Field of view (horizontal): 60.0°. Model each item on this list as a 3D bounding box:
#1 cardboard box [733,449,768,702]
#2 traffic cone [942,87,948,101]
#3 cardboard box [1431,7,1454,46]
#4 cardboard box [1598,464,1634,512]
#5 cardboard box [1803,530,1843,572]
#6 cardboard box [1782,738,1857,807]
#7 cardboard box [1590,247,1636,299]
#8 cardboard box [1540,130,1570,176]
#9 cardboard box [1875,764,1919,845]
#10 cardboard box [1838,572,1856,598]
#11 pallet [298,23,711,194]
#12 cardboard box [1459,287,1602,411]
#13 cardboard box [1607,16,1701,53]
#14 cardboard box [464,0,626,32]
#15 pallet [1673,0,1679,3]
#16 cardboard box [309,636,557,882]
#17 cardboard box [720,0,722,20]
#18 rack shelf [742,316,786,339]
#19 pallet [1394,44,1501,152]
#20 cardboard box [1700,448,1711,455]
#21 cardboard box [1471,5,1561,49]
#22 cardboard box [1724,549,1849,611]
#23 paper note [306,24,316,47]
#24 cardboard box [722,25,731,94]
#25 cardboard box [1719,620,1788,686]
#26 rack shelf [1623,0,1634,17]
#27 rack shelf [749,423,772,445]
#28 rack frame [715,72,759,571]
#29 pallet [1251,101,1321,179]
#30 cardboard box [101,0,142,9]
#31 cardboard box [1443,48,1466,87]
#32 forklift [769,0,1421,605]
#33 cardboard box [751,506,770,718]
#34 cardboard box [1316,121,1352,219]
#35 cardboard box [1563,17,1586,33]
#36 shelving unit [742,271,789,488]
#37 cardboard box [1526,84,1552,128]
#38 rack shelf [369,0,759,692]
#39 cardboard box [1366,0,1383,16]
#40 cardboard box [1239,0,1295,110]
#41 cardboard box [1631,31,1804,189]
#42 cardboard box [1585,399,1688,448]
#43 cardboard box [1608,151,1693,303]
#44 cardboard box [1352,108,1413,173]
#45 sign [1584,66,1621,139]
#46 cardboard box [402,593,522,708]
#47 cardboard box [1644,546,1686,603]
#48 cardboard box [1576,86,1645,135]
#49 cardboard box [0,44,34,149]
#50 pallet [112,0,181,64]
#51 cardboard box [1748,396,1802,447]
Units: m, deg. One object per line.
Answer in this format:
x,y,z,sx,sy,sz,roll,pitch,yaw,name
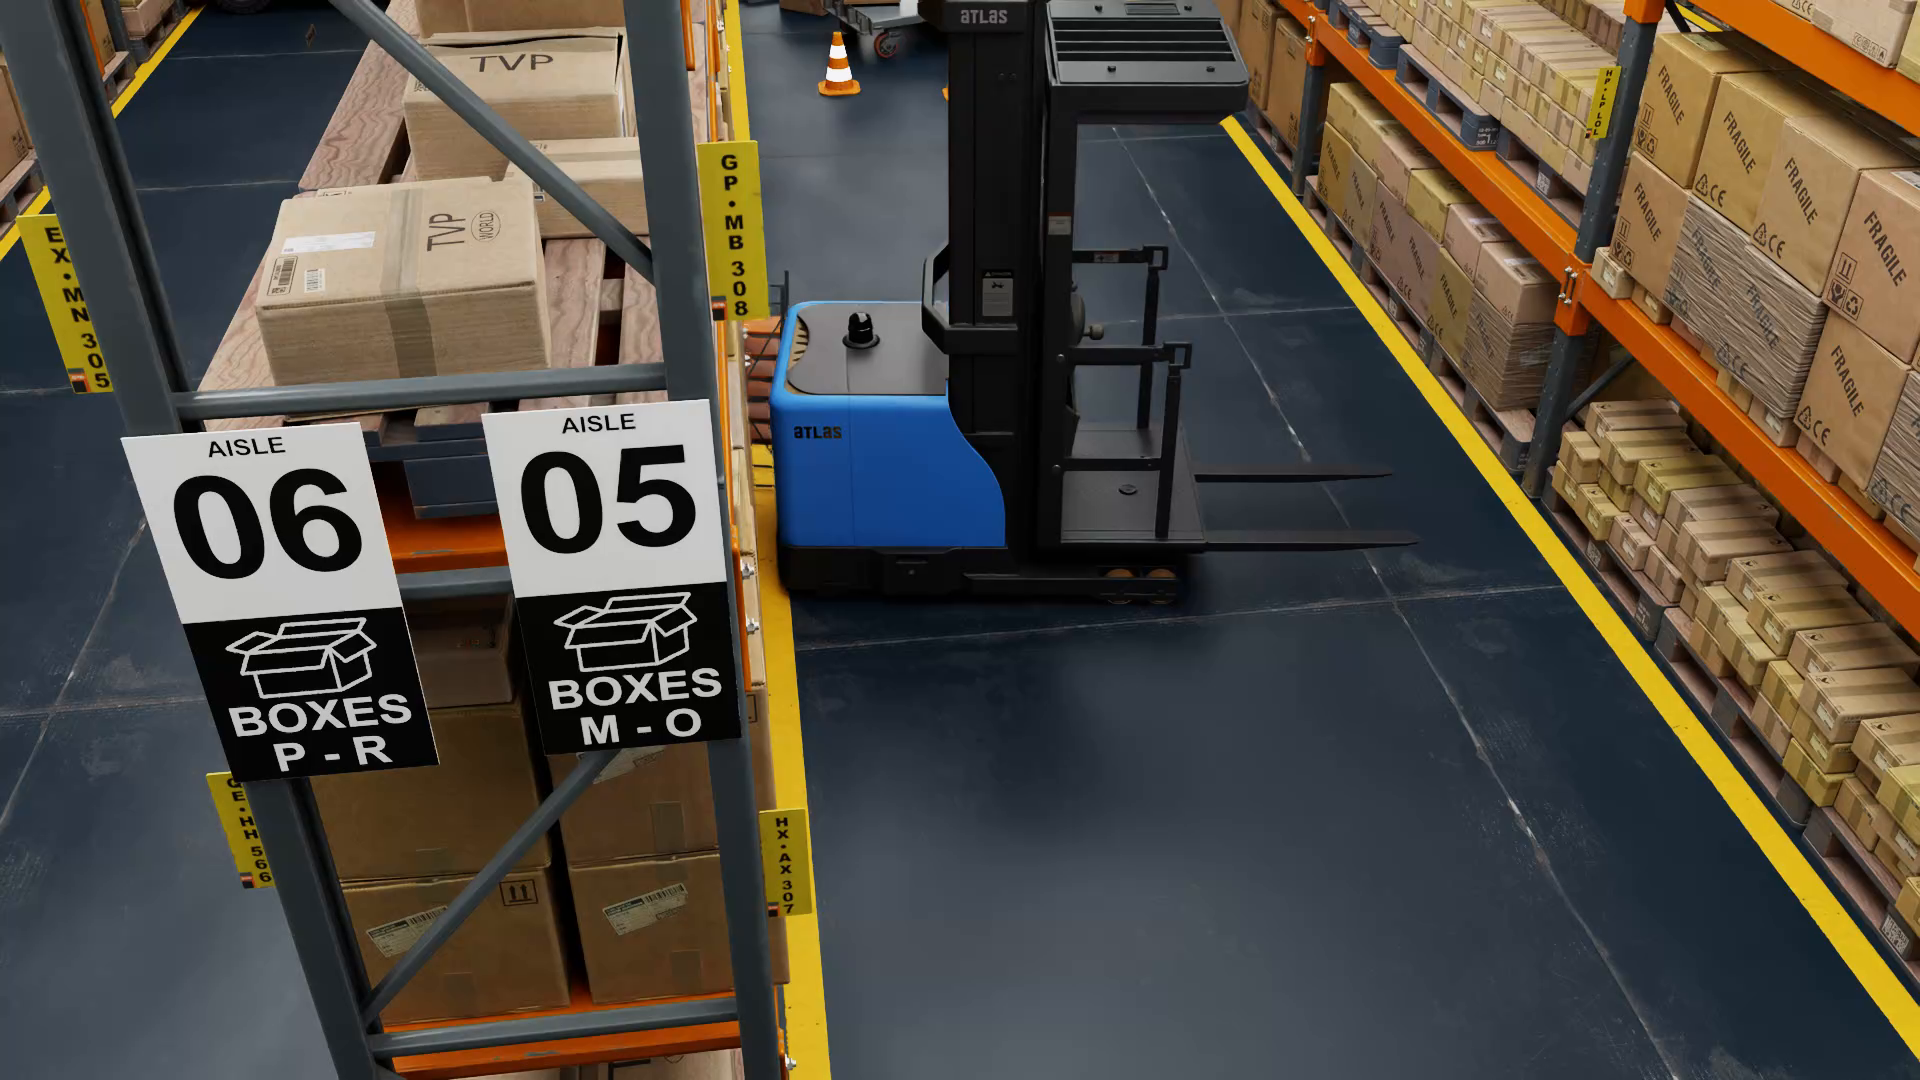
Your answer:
-0.795,0.116,4.439,0.500,0.500,0.500,-5,35,-8,cardboard box
0.034,-3.828,13.456,0.336,0.463,0.334,-4,35,-6,traffic cone
2.920,-2.937,9.482,0.380,0.149,0.250,-5,35,-7,cardboard box
3.272,-0.273,7.881,0.380,0.149,0.250,-4,34,-6,cardboard box
3.923,-0.005,7.224,0.380,0.149,0.250,-6,35,-9,cardboard box
3.450,0.879,6.455,0.380,0.149,0.250,-6,35,-9,cardboard box
3.131,-1.229,7.612,0.380,0.149,0.250,-3,34,-5,cardboard box
3.132,-1.937,8.278,0.380,0.149,0.250,-4,34,-6,cardboard box
3.495,0.920,5.867,0.380,0.149,0.250,-5,35,-7,cardboard box
3.883,0.255,7.106,0.380,0.149,0.250,-6,35,-9,cardboard box
-1.214,-1.150,4.689,1.003,0.211,1.213,-4,35,-6,pallet
3.068,-1.050,8.974,0.500,0.500,0.500,-5,35,-7,cardboard box
3.678,-2.666,8.821,0.380,0.149,0.250,-5,35,-7,cardboard box
-1.059,-1.484,4.550,0.500,0.500,0.500,-4,34,-6,cardboard box
7.144,-5.519,16.161,1.003,0.211,1.213,-4,35,-6,pallet
-1.237,0.443,3.960,0.500,0.500,0.500,-3,34,-5,cardboard box
-1.607,-3.216,9.329,0.500,0.500,0.500,-4,34,-6,cardboard box
-0.955,-1.009,8.057,0.258,0.103,0.180,3,35,-1,rack shelf
3.186,-2.567,9.523,1.003,0.211,1.213,-4,35,-6,pallet
3.774,-0.482,8.188,0.380,0.149,0.250,-4,34,-5,cardboard box
2.995,-2.768,8.969,0.380,0.149,0.250,-6,35,-9,cardboard box
3.449,0.185,6.946,0.380,0.149,0.250,-6,35,-8,cardboard box
-1.796,-1.395,4.593,0.006,0.032,0.123,-4,35,-6,paper note
-1.534,-2.640,9.149,0.500,0.250,0.500,-5,35,-8,cardboard box
3.366,0.452,6.818,0.380,0.149,0.250,-4,34,-6,cardboard box
3.148,-3.574,8.806,1.077,0.370,4.000,-4,35,-6,rack shelf
-0.983,-0.518,8.400,0.258,0.103,0.180,3,35,-1,rack shelf
-1.474,-1.084,7.177,1.000,3.000,0.127,-4,35,-6,rack frame
2.848,-3.041,12.525,1.003,0.211,1.213,-4,35,-6,pallet
-7.228,-4.708,14.119,0.500,0.250,0.500,-5,35,-7,cardboard box
2.953,-2.667,9.350,0.380,0.149,0.250,-5,35,-8,cardboard box
0.662,-1.210,7.422,3.031,2.935,1.130,0,34,0,forklift
-0.863,0.252,5.128,0.500,0.500,0.500,-5,35,-7,cardboard box
2.721,-2.474,11.063,0.500,0.500,0.500,-6,35,-8,cardboard box
3.607,-2.835,9.333,0.380,0.149,0.250,-5,35,-7,cardboard box
-0.970,-0.751,8.237,0.258,1.200,0.189,3,35,-1,shelving unit
3.101,-2.201,8.402,0.380,0.149,0.250,-3,34,-4,cardboard box
-1.206,-0.910,4.897,1.077,0.370,4.000,-4,35,-6,rack shelf
2.775,-3.403,10.429,0.380,0.149,0.250,-3,34,-4,cardboard box
2.765,-3.826,12.825,1.050,0.750,0.750,-4,34,-6,cardboard box
3.236,-1.823,7.020,0.500,0.500,0.500,-4,34,-5,cardboard box
3.258,-0.549,8.022,0.380,0.149,0.250,-3,34,-4,cardboard box
3.234,-1.384,7.265,0.500,0.500,0.500,-5,35,-7,cardboard box
2.800,-2.512,10.453,0.500,0.250,0.500,-5,35,-7,cardboard box
2.868,-1.950,7.419,0.100,0.325,0.005,-4,35,-6,sign
-1.183,0.240,3.681,0.380,0.149,0.250,-4,34,-6,cardboard box
3.352,0.138,7.543,0.380,0.149,0.250,-5,35,-7,cardboard box
3.170,-2.040,7.902,0.380,0.149,0.250,-3,34,-4,cardboard box
-7.187,-3.219,12.046,0.875,0.625,0.625,-6,35,-8,cardboard box
-7.534,-4.465,14.614,1.003,0.211,1.213,-4,35,-6,pallet
3.356,-0.497,6.539,0.380,0.149,0.250,-3,34,-4,cardboard box
